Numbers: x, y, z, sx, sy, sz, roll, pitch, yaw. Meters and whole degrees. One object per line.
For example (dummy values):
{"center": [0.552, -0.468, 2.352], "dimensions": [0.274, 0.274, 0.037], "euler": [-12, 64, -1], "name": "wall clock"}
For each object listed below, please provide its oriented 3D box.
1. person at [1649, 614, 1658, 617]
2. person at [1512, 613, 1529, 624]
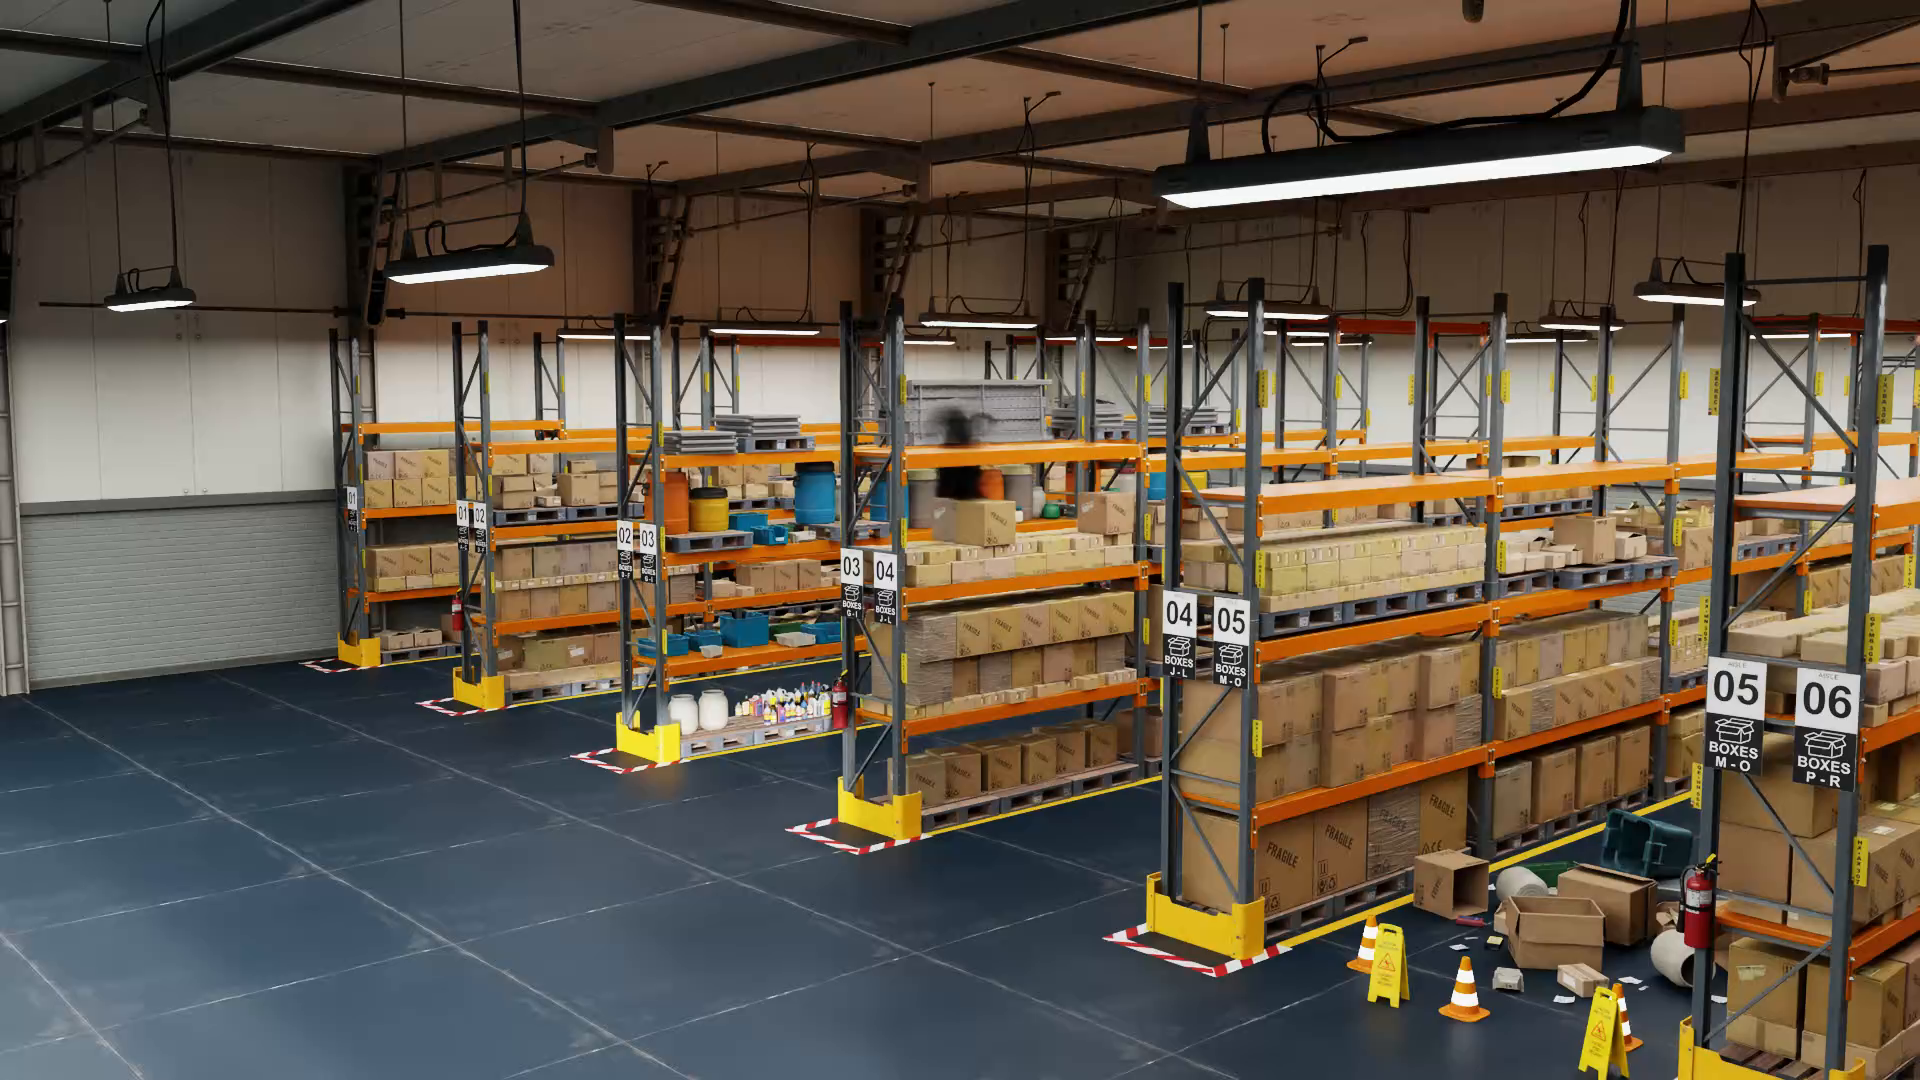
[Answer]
{"center": [10.342, 1.915, 24.690], "dimensions": [0.667, 1.671, 0.598], "euler": [-5, 8, -44], "name": "person"}
{"center": [8.284, 1.875, 24.829], "dimensions": [0.580, 1.714, 0.695], "euler": [5, 7, 39], "name": "person"}
